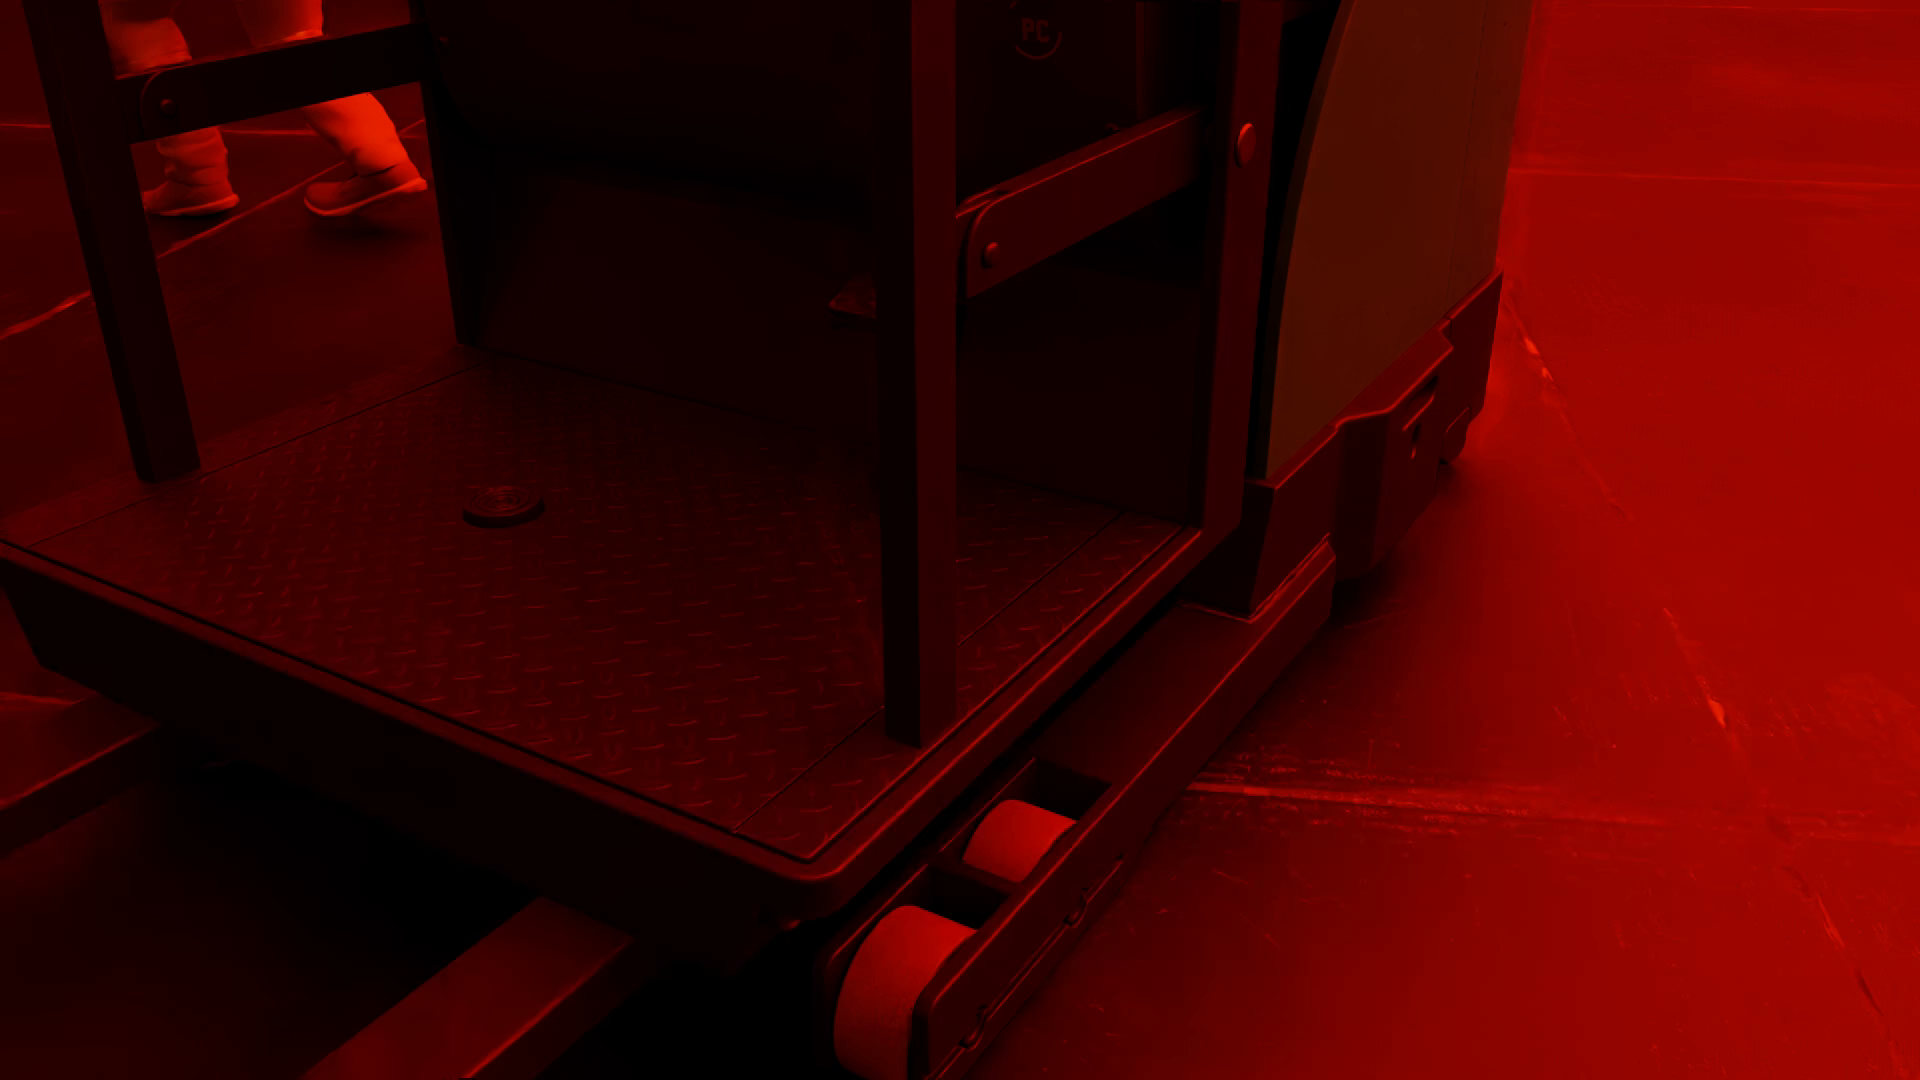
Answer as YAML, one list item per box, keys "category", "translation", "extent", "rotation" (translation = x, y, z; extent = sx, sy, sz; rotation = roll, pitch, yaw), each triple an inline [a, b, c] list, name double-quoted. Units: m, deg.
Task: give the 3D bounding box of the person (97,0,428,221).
- category: "person"
  translation: [-1.660, -1.505, 3.701]
  extent: [0.925, 1.673, 0.567]
  rotation: [11, 28, 20]

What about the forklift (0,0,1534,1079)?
- category: "forklift"
  translation: [-0.316, -1.049, 1.319]
  extent: [1.130, 2.935, 3.031]
  rotation: [15, 30, 28]
